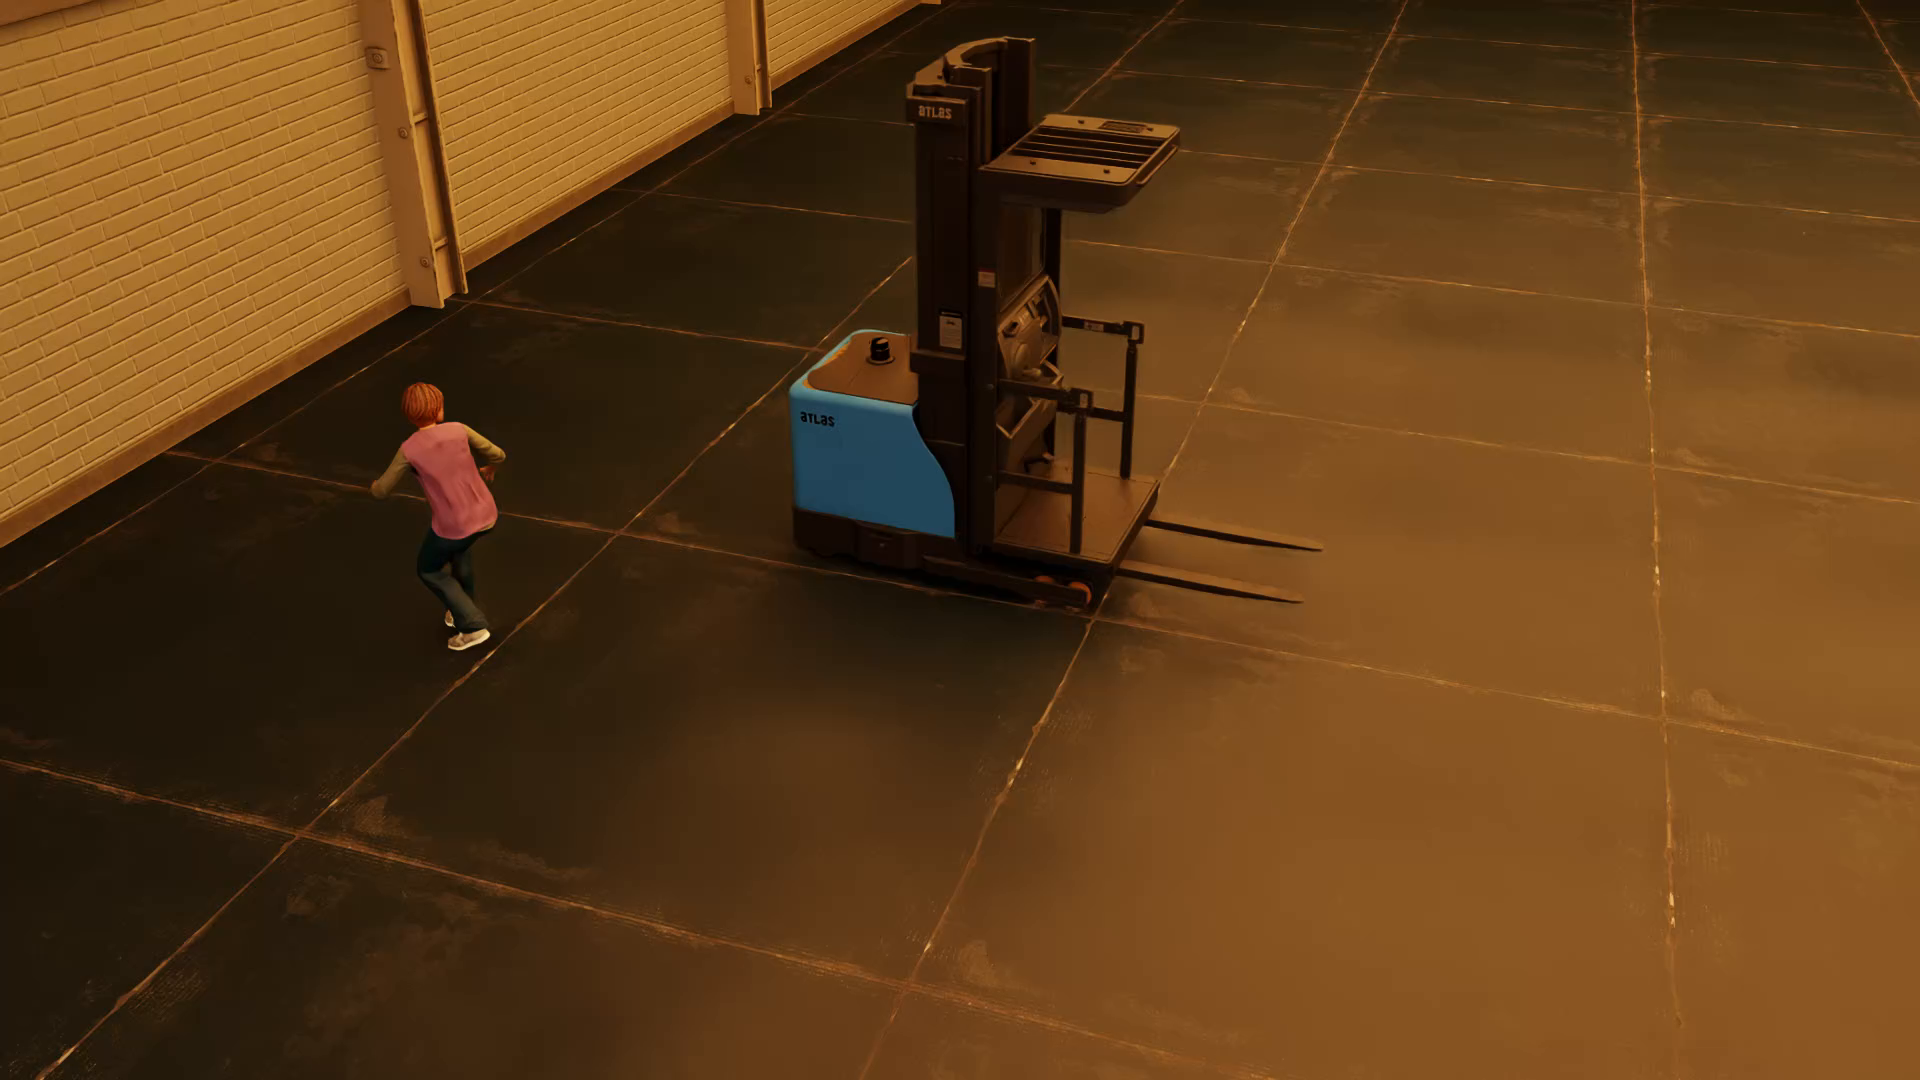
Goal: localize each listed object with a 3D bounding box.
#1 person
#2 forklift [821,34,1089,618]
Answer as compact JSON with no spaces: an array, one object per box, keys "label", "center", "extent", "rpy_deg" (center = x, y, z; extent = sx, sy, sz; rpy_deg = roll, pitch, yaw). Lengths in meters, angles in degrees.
[{"label":"person","center":[-2.798,-0.121,8.708],"extent":[0.405,1.588,0.318],"rpy_deg":[-17,34,-27]},{"label":"forklift","center":[-0.170,-1.557,9.868],"extent":[1.130,2.935,3.031],"rpy_deg":[-8,31,-13]}]
